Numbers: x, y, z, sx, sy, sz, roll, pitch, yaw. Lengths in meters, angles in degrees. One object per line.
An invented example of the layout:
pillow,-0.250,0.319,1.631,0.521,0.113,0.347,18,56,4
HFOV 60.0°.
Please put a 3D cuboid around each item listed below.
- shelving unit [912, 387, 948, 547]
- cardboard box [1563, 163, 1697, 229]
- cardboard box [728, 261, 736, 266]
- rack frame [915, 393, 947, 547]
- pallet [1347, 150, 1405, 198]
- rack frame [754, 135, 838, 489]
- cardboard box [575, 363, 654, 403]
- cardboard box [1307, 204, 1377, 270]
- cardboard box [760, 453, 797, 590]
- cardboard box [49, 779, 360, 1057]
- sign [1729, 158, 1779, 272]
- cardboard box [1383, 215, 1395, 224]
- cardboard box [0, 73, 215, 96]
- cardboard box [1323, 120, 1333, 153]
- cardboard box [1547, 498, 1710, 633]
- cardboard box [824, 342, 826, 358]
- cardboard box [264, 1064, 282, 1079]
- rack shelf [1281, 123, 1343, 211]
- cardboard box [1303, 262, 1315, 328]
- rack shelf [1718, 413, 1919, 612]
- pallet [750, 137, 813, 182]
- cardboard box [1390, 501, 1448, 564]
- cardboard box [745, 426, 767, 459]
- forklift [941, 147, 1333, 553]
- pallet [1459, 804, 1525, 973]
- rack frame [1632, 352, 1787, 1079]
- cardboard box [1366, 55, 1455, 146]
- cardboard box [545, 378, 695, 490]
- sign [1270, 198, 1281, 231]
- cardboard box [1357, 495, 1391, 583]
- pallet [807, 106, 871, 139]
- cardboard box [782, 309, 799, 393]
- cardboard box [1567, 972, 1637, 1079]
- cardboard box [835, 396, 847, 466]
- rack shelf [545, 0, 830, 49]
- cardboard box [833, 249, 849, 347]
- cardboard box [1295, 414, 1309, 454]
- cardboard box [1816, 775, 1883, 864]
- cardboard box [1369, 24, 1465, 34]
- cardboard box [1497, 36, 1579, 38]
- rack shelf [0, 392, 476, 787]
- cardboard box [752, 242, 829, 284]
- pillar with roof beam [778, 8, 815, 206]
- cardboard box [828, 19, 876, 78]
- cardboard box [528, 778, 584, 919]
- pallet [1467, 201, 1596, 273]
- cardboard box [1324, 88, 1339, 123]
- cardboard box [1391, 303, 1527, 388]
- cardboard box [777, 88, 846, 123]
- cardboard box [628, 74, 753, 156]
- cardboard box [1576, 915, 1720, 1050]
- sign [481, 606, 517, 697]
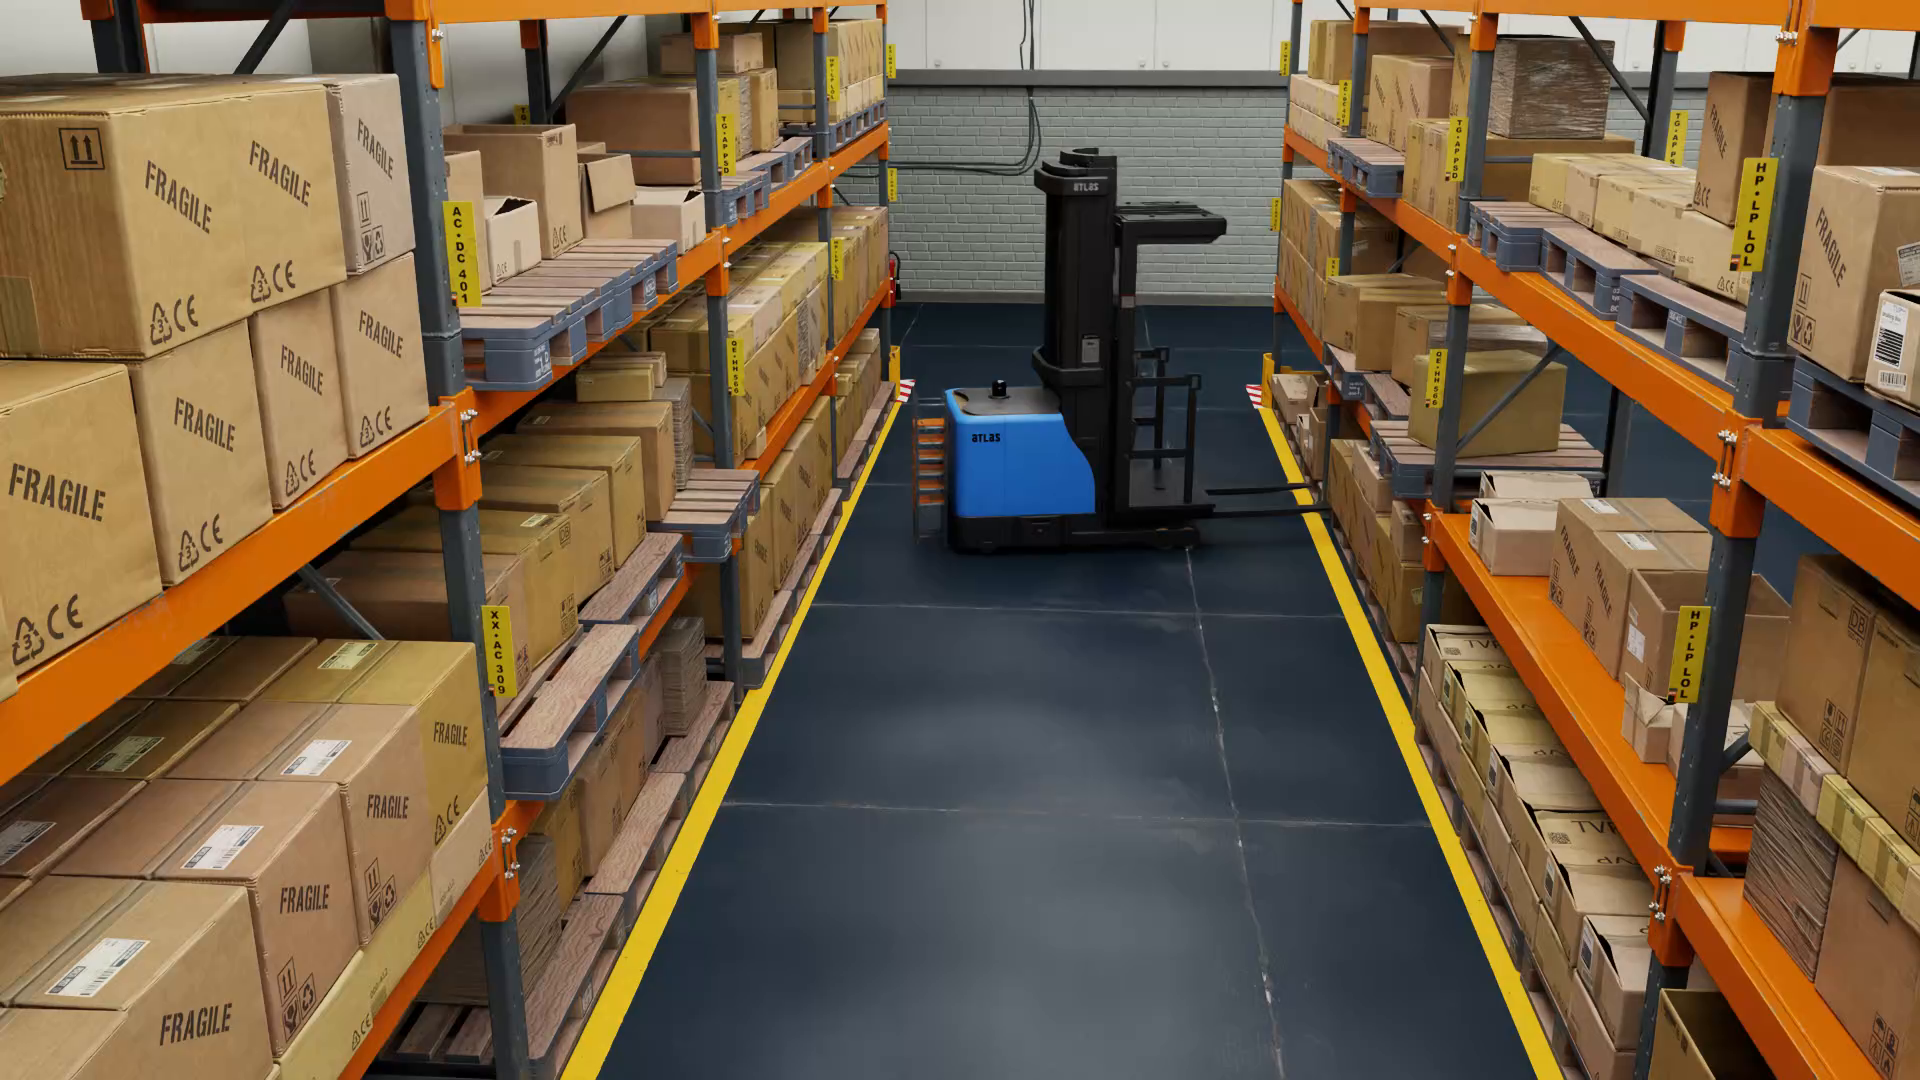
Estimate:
shelving unit,-0.229,-0.553,12.684,0.258,1.200,0.189,-2,18,-7
cardboard box,3.143,-1.605,7.753,0.500,0.250,0.500,2,18,5
cardboard box,-1.870,-1.808,11.748,0.500,0.250,0.500,1,18,2
rack frame,-0.218,-0.525,12.597,0.240,1.200,0.006,-2,18,-7
pallet,3.238,-2.412,10.952,1.213,0.211,1.003,1,18,4
rack frame,-1.516,-1.708,13.320,1.000,3.000,0.127,1,18,4
cardboard box,-1.805,-0.823,8.708,0.380,0.149,0.250,-2,18,-5
cardboard box,3.274,-2.600,14.275,0.500,0.500,0.500,1,18,4
cardboard box,-1.550,-0.142,11.316,0.750,0.750,0.750,1,18,4
cardboard box,-1.891,0.947,4.221,0.500,0.500,0.500,1,18,2
sign,2.310,-0.944,4.834,0.100,0.325,0.005,1,18,4
cardboard box,3.777,-2.422,13.731,0.500,0.500,0.500,1,18,2
cardboard box,-2.409,-1.036,4.651,0.500,0.500,0.500,2,18,5
cardboard box,3.242,-3.265,13.494,0.500,0.250,0.500,1,18,4
cardboard box,3.035,0.117,7.587,0.500,0.500,0.500,0,18,1
cardboard box,-1.257,-1.487,13.016,0.380,0.149,0.250,1,18,4
cardboard box,-1.920,1.459,3.861,0.500,0.250,0.500,1,18,4
rack shelf,3.569,-3.304,14.527,1.077,0.370,4.000,1,18,4
cardboard box,3.276,-2.127,14.437,0.500,0.500,0.500,2,18,5
rack shelf,2.709,0.423,3.152,1.077,0.370,4.000,1,18,4
pallet,-1.532,-2.757,12.010,0.805,0.209,1.217,1,18,2
cardboard box,2.972,-0.048,10.355,0.500,0.250,0.500,2,18,6
cardboard box,-1.417,-0.612,10.345,0.380,0.149,0.250,2,18,6
forklift,1.407,-1.479,12.728,3.031,2.935,1.130,-2,18,-7
pallet,2.951,1.601,7.698,1.003,0.211,1.213,1,18,4
rack frame,2.852,0.886,5.403,1.000,3.000,0.127,1,18,4
cardboard box,3.316,-3.164,11.950,0.600,0.600,0.600,0,18,-1
cardboard box,-1.826,-0.577,8.998,0.700,0.500,0.500,-1,18,-3
sign,3.171,-3.265,16.679,0.100,0.325,0.005,1,18,4
cardboard box,3.041,0.002,11.406,0.500,0.500,0.500,1,18,2
pallet,-1.356,-3.724,14.795,1.003,0.211,1.213,1,18,4
cardboard box,-1.399,-1.288,11.367,0.500,0.500,0.500,2,18,5
cardboard box,2.593,1.857,6.179,0.500,0.250,0.500,1,18,3
cardboard box,-1.360,-0.950,14.345,0.700,0.500,0.500,2,18,5
rack shelf,-1.659,-3.406,10.664,1.077,0.370,4.000,1,18,4
cardboard box,-1.460,-2.019,13.786,0.980,0.700,0.700,2,18,5
cardboard box,3.237,-0.947,14.606,0.500,0.311,0.500,1,18,4
cardboard box,2.605,0.767,4.562,0.380,0.149,0.250,1,18,2
cardboard box,3.600,-3.851,13.275,0.700,0.500,0.500,1,18,4
cardboard box,3.213,-2.599,9.453,0.500,0.500,0.500,1,18,4
rack shelf,-2.232,0.314,3.486,1.077,0.370,4.000,1,18,4
cardboard box,-1.294,-2.112,12.678,0.500,0.250,0.500,2,18,5
pillar with roof beam,2.396,-6.563,18.502,9.100,9.000,0.400,1,18,4
cardboard box,-1.056,-4.520,15.284,0.500,0.500,0.500,2,18,6
cardboard box,-2.066,1.364,7.250,0.700,0.500,0.500,1,18,3
pallet,3.179,-1.480,8.108,1.213,0.211,1.003,2,18,6
cardboard box,3.229,-3.503,13.417,0.500,0.250,0.500,1,18,4
cardboard box,3.361,-1.296,11.226,0.700,0.500,0.500,-3,18,-10
cardboard box,-1.203,-3.518,13.432,0.500,0.250,0.500,1,18,4
cardboard box,-1.763,-2.791,10.940,0.700,0.500,0.500,1,18,4
cardboard box,2.595,1.594,6.082,0.500,0.311,0.500,1,18,4
sign,-1.547,0.374,5.573,0.100,0.325,0.005,1,18,4
